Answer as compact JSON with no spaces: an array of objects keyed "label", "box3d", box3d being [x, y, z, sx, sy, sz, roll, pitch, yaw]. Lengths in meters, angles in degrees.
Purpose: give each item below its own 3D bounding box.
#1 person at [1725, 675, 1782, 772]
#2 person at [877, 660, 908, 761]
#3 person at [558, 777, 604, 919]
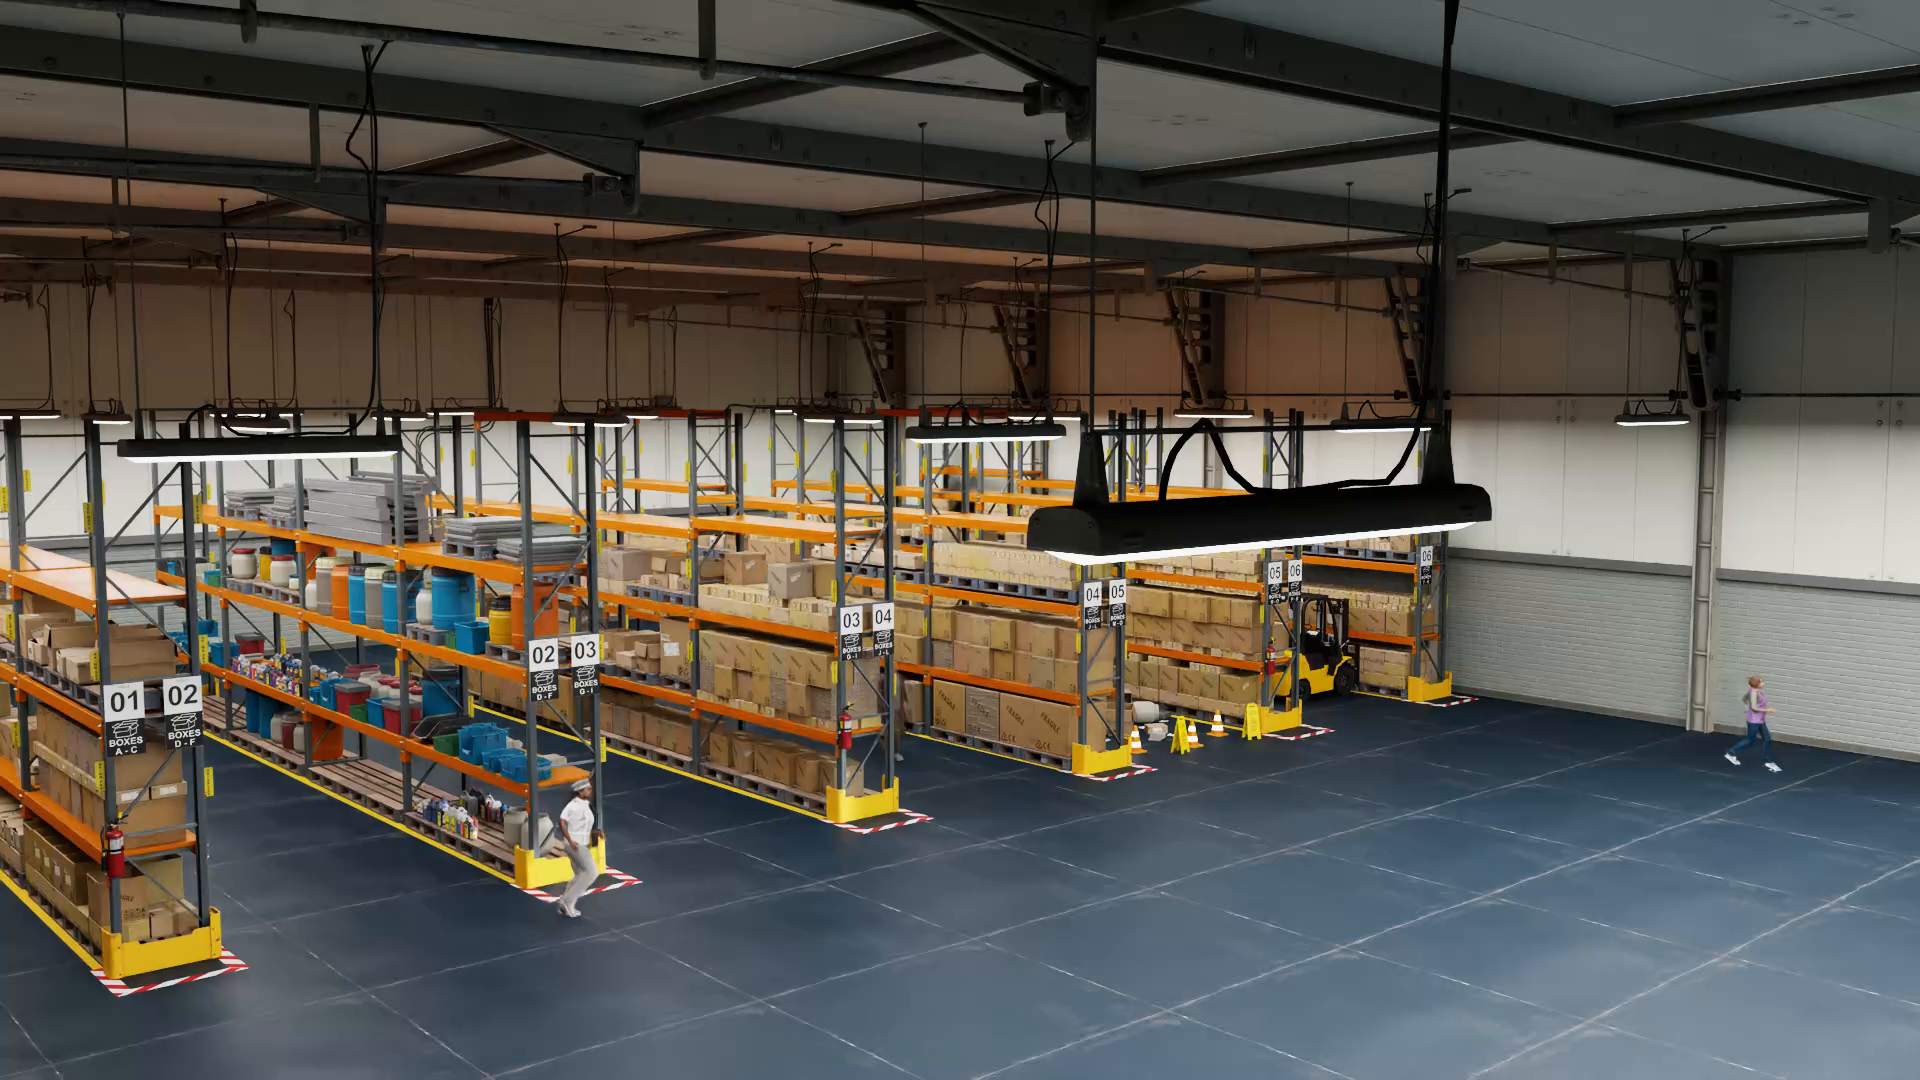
[{"label":"person","box3d":[13.382,3.074,28.002,0.868,1.610,0.548,3,6,34]},{"label":"person","box3d":[-1.221,2.931,28.946,0.730,1.745,0.723,-5,7,-44]},{"label":"person","box3d":[-4.629,3.739,20.322,0.544,1.636,0.668,0,5,-4]}]
